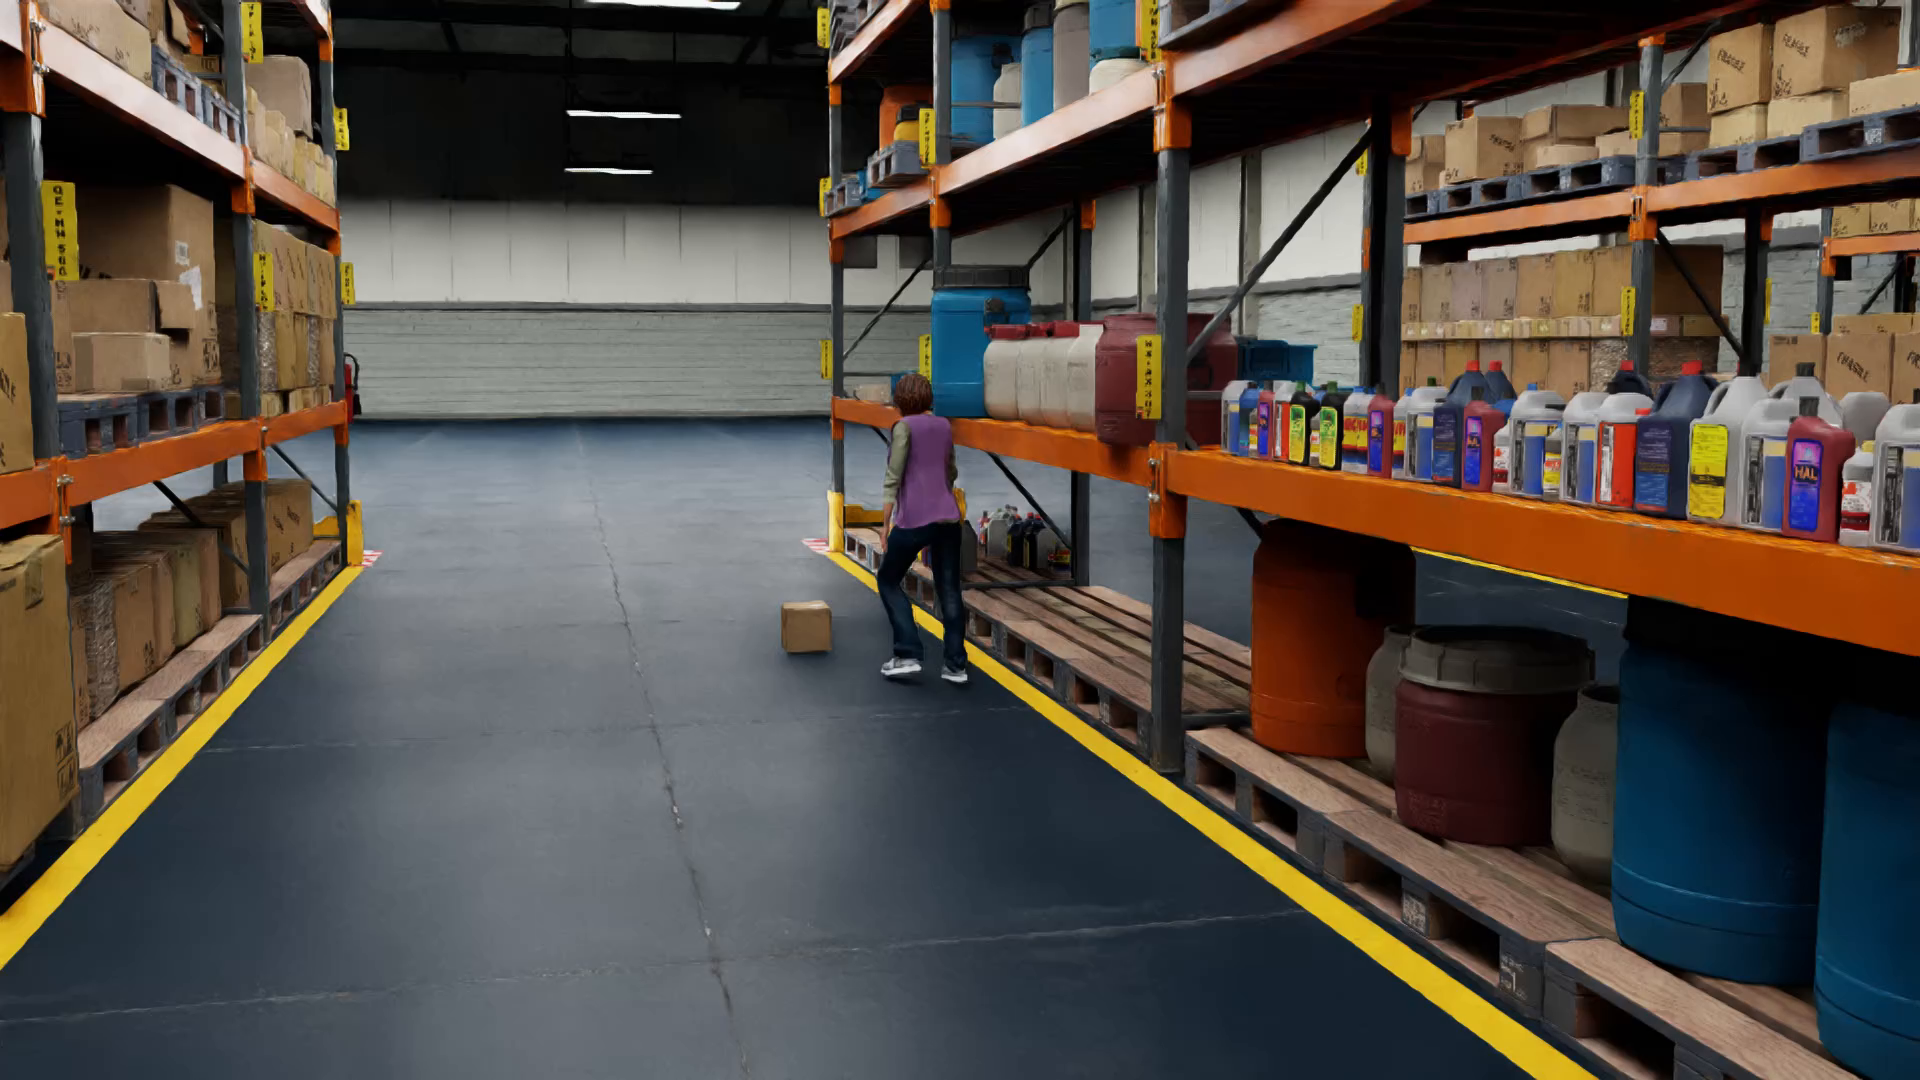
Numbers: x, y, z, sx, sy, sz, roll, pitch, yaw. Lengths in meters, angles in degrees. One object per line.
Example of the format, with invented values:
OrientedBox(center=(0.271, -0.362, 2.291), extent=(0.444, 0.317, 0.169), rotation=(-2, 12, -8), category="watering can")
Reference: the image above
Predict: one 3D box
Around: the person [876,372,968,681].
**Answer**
OrientedBox(center=(-0.197, -0.057, 8.469), extent=(0.553, 1.561, 0.493), rotation=(-5, 8, -36), category="person")
